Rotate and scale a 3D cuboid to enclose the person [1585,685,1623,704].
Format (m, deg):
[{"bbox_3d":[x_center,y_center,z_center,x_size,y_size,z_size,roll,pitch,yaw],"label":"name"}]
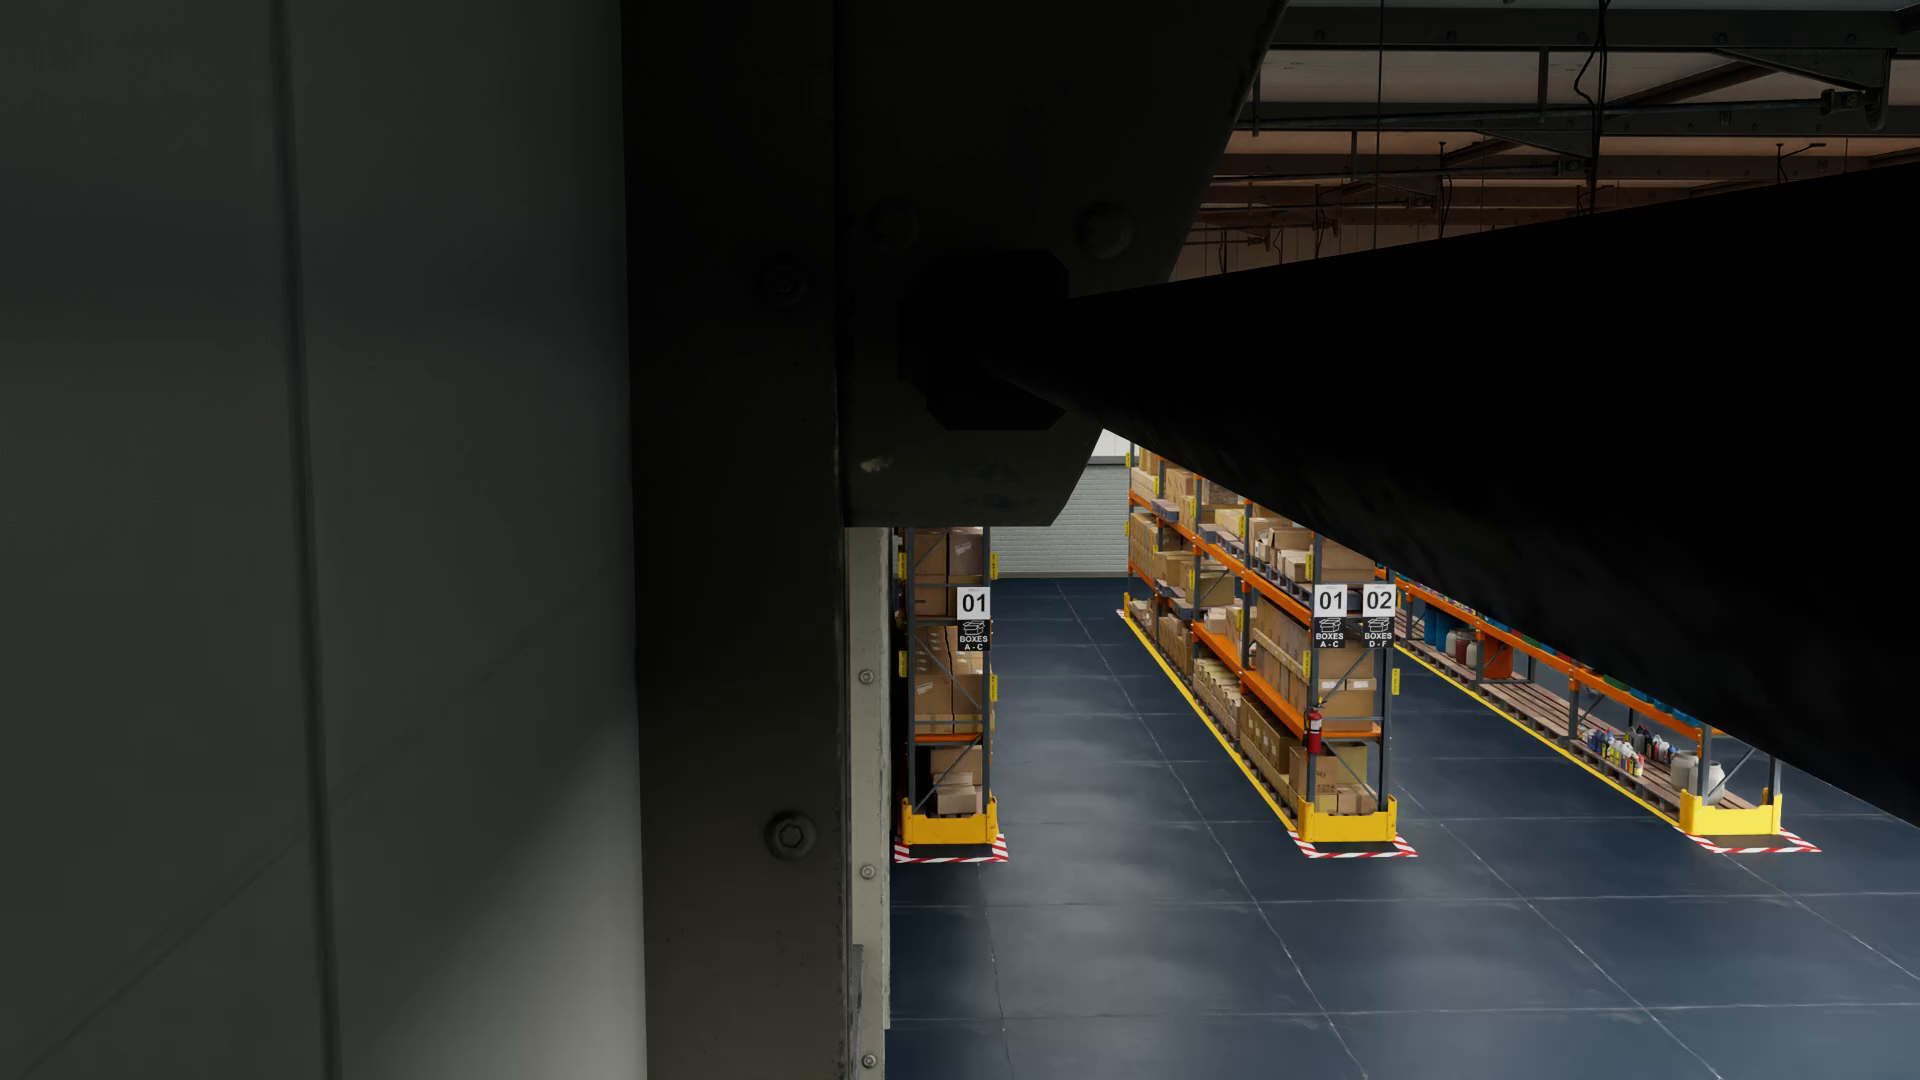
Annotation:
[{"bbox_3d":[10.982,1.897,28.128,0.656,1.664,1.099,-1,7,-6],"label":"person"}]
